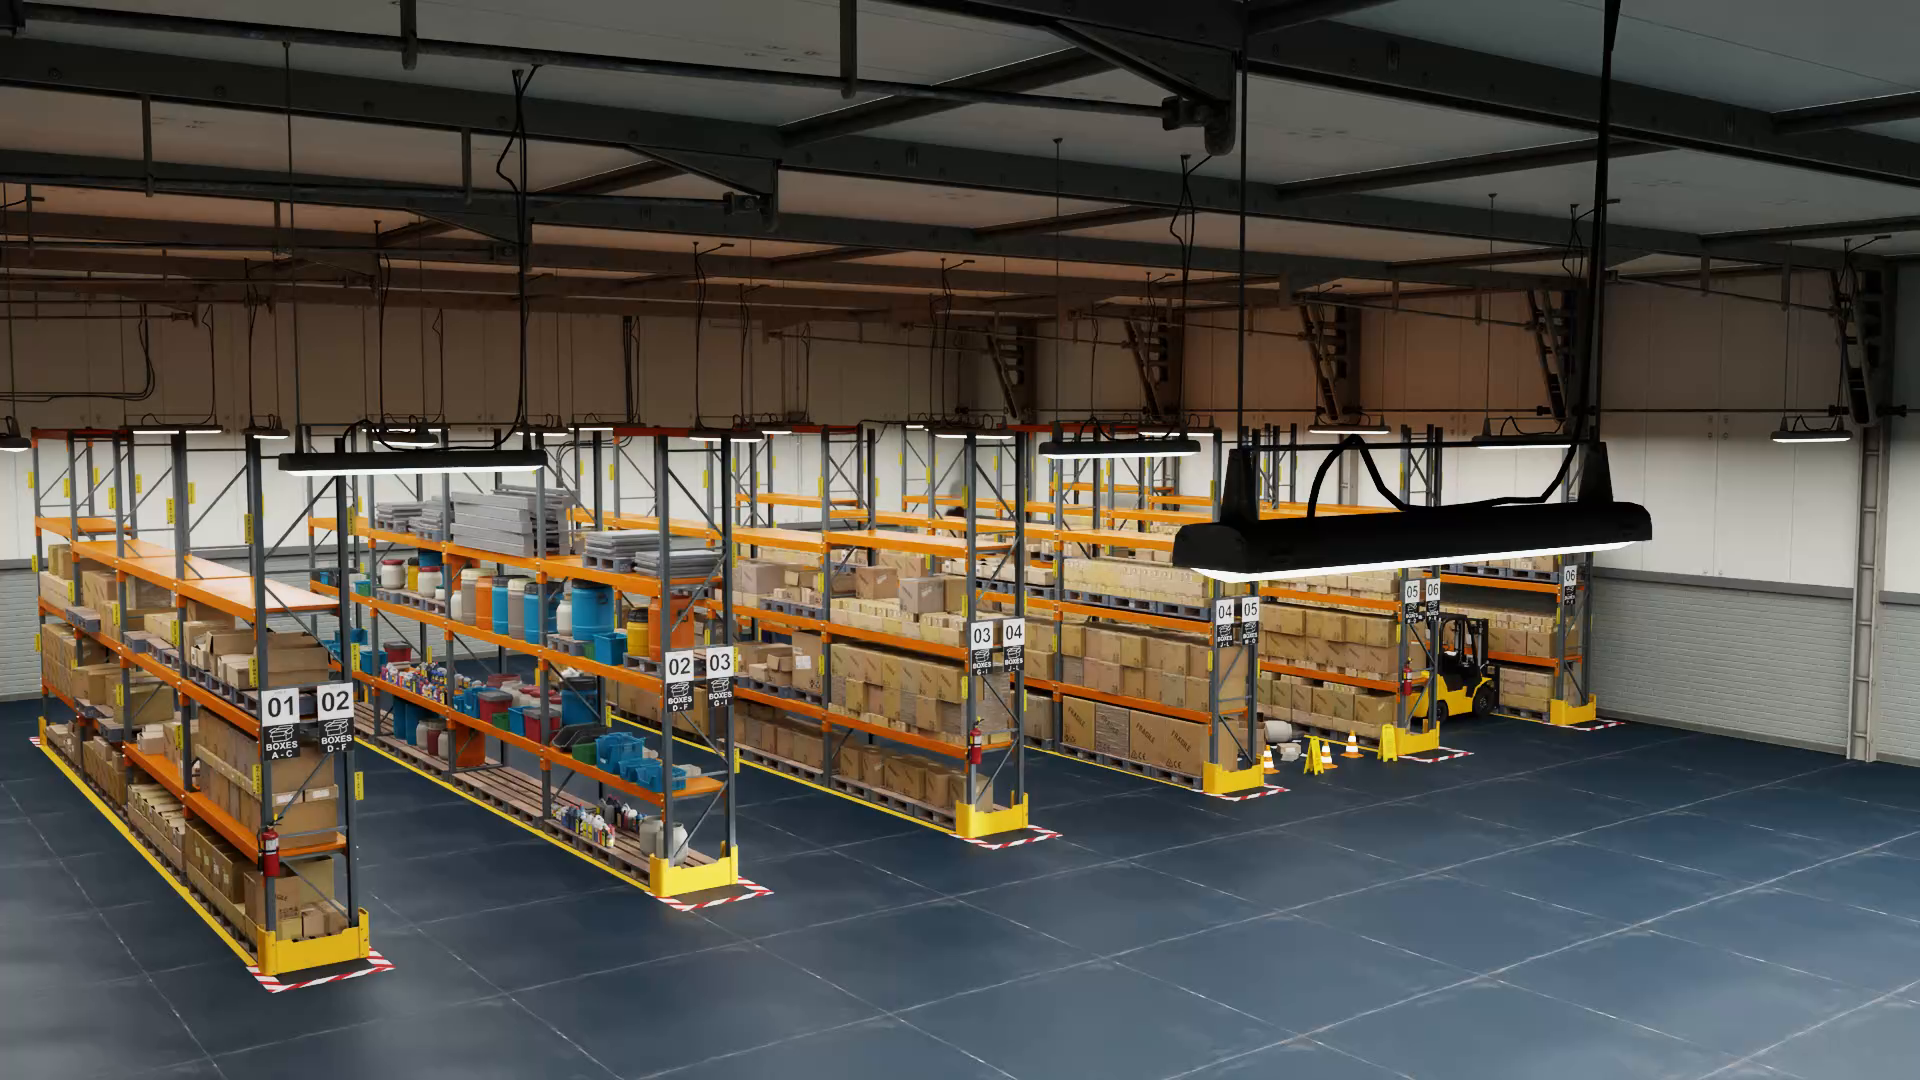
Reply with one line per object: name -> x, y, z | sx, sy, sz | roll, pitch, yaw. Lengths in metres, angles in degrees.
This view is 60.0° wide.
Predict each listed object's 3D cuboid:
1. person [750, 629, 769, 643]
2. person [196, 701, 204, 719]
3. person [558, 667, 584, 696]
person -> -5.050, 2.209, 42.253 | 0.579, 1.604, 0.557 | 4, 6, 42
person -> -14.846, 2.965, 32.091 | 0.785, 1.721, 0.664 | 4, 6, 42
person -> -7.466, 3.034, 31.809 | 0.551, 1.672, 1.006 | -4, 6, -42
